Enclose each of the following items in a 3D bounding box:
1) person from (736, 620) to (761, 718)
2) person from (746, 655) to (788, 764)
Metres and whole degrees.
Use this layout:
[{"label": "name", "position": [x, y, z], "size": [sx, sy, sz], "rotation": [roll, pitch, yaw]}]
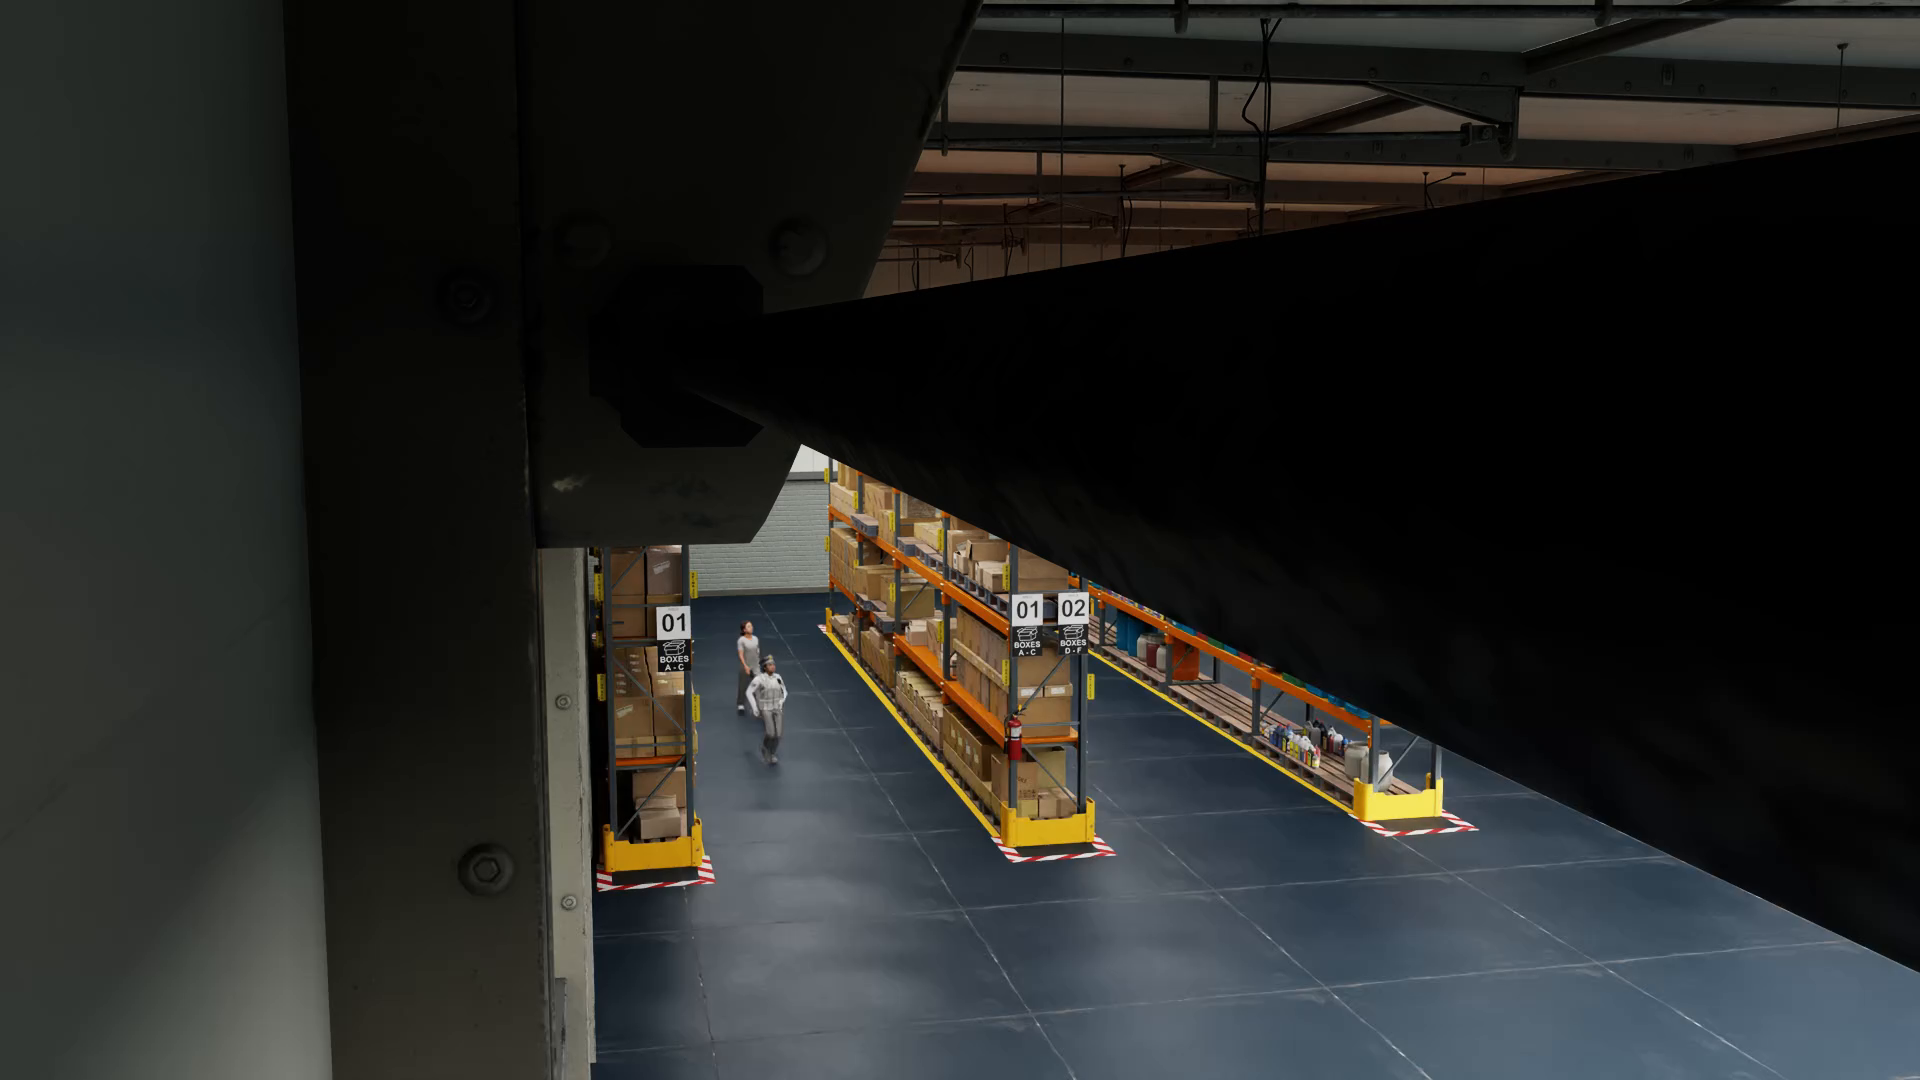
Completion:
[{"label": "person", "position": [-3.570, 2.175, 28.241], "size": [0.445, 1.614, 1.015], "rotation": [-3, 7, -21]}, {"label": "person", "position": [-2.852, 2.556, 24.982], "size": [0.626, 1.656, 0.497], "rotation": [-4, 8, -28]}]
